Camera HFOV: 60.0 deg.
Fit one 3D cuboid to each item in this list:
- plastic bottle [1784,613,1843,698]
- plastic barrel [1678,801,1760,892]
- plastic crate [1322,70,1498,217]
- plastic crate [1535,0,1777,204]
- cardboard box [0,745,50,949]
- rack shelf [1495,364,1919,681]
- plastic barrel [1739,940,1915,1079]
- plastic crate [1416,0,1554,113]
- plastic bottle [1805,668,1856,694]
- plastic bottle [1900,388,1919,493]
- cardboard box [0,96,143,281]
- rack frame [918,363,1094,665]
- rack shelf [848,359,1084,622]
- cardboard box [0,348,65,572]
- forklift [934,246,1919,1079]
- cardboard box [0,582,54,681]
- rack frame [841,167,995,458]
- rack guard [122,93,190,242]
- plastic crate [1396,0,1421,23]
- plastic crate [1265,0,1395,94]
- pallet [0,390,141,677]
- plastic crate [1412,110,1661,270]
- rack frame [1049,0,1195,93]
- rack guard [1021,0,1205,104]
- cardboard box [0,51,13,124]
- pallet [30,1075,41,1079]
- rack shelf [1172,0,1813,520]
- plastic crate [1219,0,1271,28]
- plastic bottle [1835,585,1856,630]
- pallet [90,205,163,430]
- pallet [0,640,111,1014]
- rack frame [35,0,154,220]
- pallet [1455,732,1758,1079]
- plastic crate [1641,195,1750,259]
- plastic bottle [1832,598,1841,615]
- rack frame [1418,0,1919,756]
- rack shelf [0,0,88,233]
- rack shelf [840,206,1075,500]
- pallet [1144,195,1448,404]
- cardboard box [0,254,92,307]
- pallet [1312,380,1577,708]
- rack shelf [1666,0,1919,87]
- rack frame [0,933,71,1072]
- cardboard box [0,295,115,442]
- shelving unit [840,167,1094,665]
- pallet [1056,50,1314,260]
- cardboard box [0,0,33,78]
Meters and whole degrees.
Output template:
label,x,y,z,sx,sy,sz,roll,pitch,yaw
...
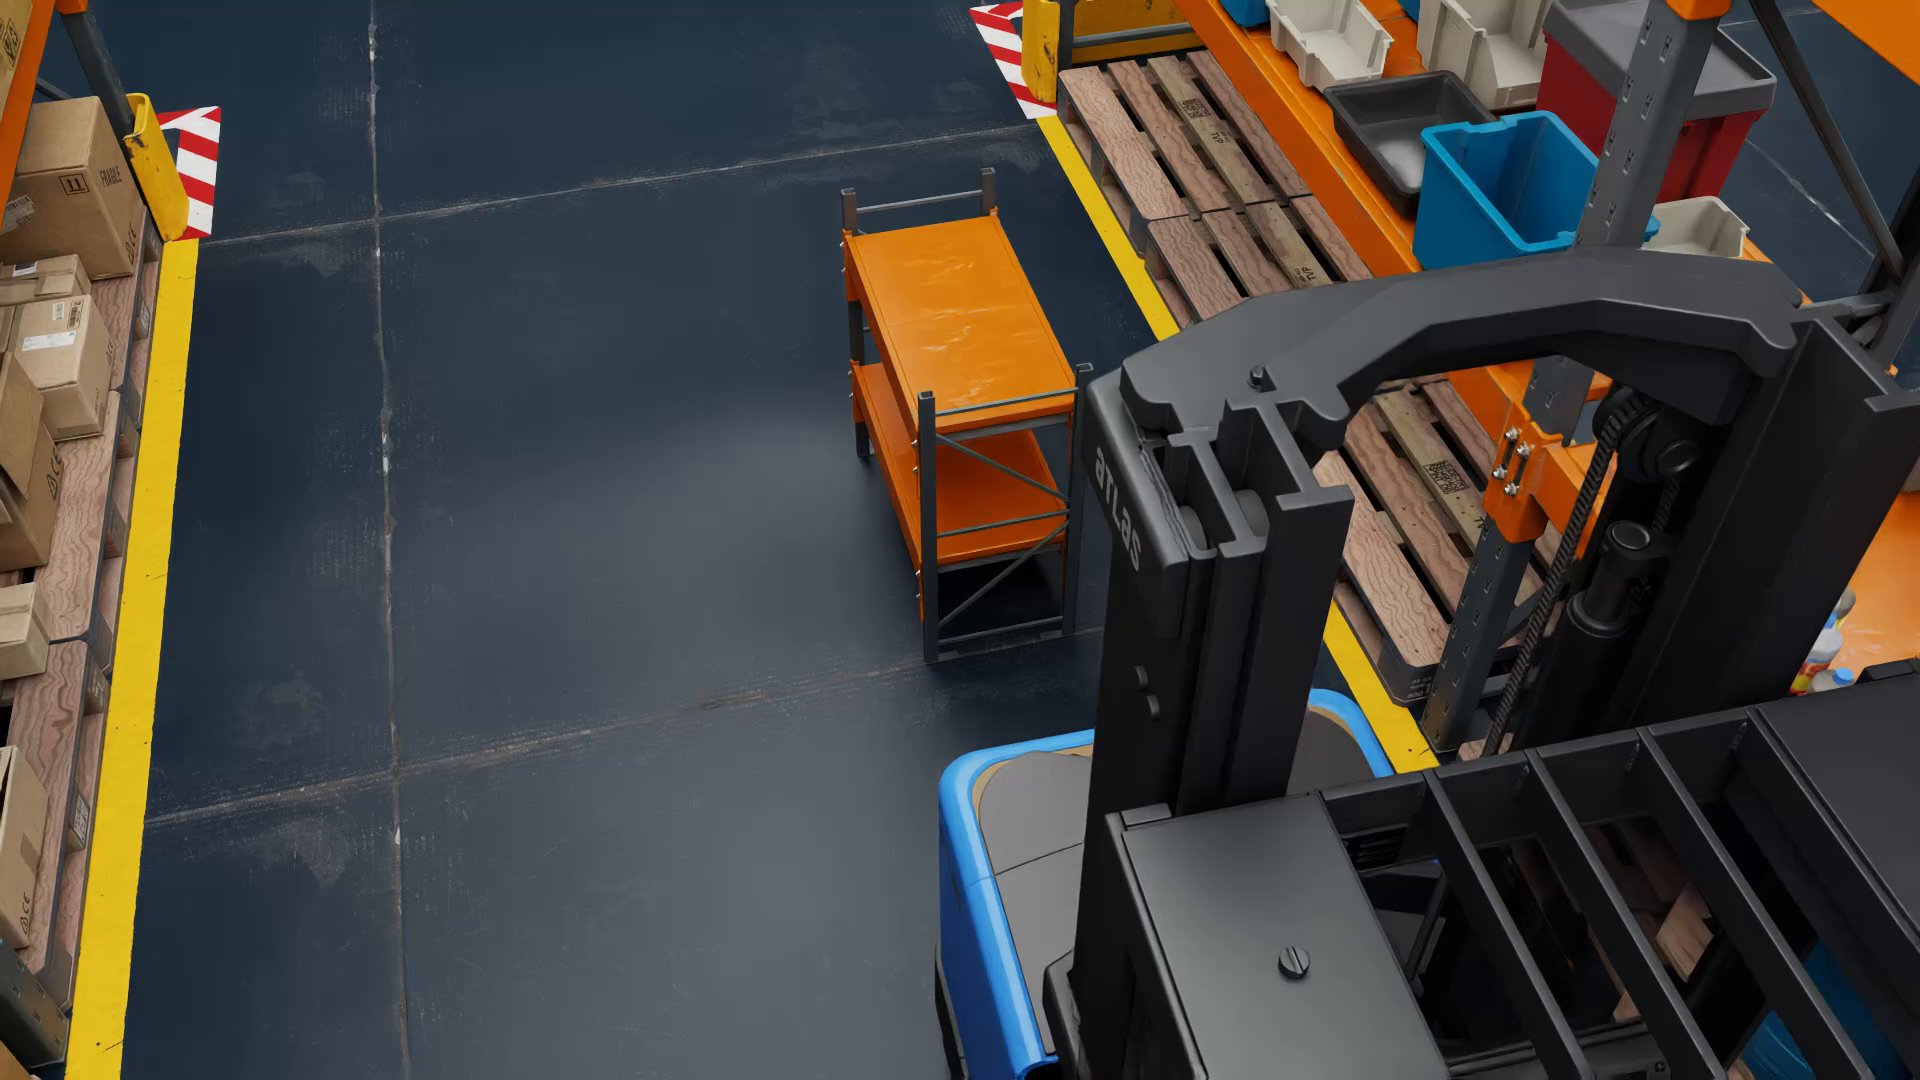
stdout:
label,x,y,z,sx,sy,sz,roll,pitch,yaw
plastic bottle,1.775,0.251,3.494,0.097,0.271,0.097,0,46,0
plastic barrel,2.051,0.445,4.389,0.600,0.901,0.708,-11,47,-10
plastic crate,1.382,-1.170,4.947,0.437,0.125,0.590,-11,47,-10
plastic crate,1.942,-1.227,4.765,0.402,0.464,0.583,-11,47,-10
cardboard box,-2.760,0.840,4.401,0.500,0.311,0.500,-11,47,-10
rack shelf,2.440,1.111,3.064,1.077,0.370,4.000,-11,47,-10
plastic barrel,2.232,0.934,3.910,0.600,0.901,0.708,-11,47,-10
plastic crate,1.715,-1.589,5.248,0.437,0.282,0.530,-11,47,-10
plastic bottle,1.800,0.342,3.453,0.097,0.201,0.097,0,46,0
plastic bottle,2.341,-0.265,3.996,0.152,0.276,0.135,-11,47,-10
cardboard box,-3.508,-1.328,6.394,0.500,0.500,0.500,-11,47,-10
rack frame,0.128,-0.047,5.009,0.500,1.125,0.032,-11,47,-10
rack shelf,-0.002,-0.227,5.527,0.538,0.278,1.000,-11,47,-10
cardboard box,-3.347,-0.194,5.280,0.797,0.503,0.637,-11,47,-10
forklift,0.765,1.167,2.554,1.130,2.935,3.031,-9,46,-9
cardboard box,-2.991,0.295,5.037,0.380,0.166,0.250,-11,47,-10
rack frame,-0.132,-0.749,5.697,0.500,1.125,0.032,-11,47,-10
rack guard,-3.866,-1.452,6.823,1.175,0.500,0.348,-11,47,-10
plastic crate,1.678,-1.874,5.562,0.416,0.233,0.300,-11,47,-10
plastic crate,1.192,-1.597,5.358,0.293,0.136,0.466,-11,47,-10
pallet,-3.352,0.040,5.563,1.003,0.211,1.213,-11,47,-10
plastic crate,1.479,-0.797,4.400,0.392,0.384,0.575,-11,47,-10
rack frame,0.904,-3.283,6.867,1.000,3.000,0.127,-11,47,-10
rack guard,0.885,-2.422,7.774,1.175,0.500,0.348,-11,47,-10
cardboard box,-3.249,-1.452,5.003,0.500,0.500,0.500,-10,46,-10
pallet,-2.617,1.913,3.728,1.003,0.211,1.213,-11,47,-10
rack shelf,1.416,-1.650,5.771,1.077,0.370,4.000,-11,47,-10
plastic crate,1.063,-1.898,5.585,0.416,0.233,0.300,-11,47,-10
plastic bottle,1.888,0.155,3.637,0.097,0.201,0.097,0,46,0
pallet,-3.661,-0.801,6.387,1.003,0.211,1.213,-11,47,-10
pallet,-3.036,0.884,4.736,1.003,0.211,1.213,-11,47,-10
rack frame,-3.885,-2.380,5.982,1.000,3.000,0.127,-11,47,-10
pallet,2.085,0.995,4.627,1.003,0.211,1.213,-11,47,-10
plastic crate,1.947,-0.797,4.574,0.396,0.136,0.243,-11,47,-10
plastic bottle,1.772,0.164,3.576,0.152,0.276,0.135,-11,47,-10
rack frame,1.928,-0.521,4.161,1.000,3.000,0.127,-11,47,-10
rack shelf,-3.373,-0.747,4.886,1.077,0.370,4.000,-11,47,-10
rack shelf,-0.002,-0.603,5.144,0.538,0.278,1.000,-11,47,-10
pallet,1.386,-0.890,6.474,1.003,0.211,1.213,-11,47,-10
cardboard box,-3.491,-0.916,6.223,0.380,0.166,0.250,-11,47,-10
pallet,1.702,-0.046,5.647,1.003,0.211,1.213,-11,47,-10
rack shelf,2.440,0.062,1.993,1.077,0.370,4.000,-11,47,-10
rack frame,-2.861,0.382,3.276,1.000,3.000,0.127,-11,47,-10
cardboard box,-3.294,-0.580,5.835,0.500,0.250,0.500,-11,47,-10
shelving unit,-0.002,-0.398,5.353,0.538,1.125,1.048,-11,47,-10
pallet,1.078,-1.730,7.298,1.003,0.211,1.213,-11,47,-10
cardboard box,-3.371,-1.798,5.342,0.500,0.500,0.500,-10,46,-10
